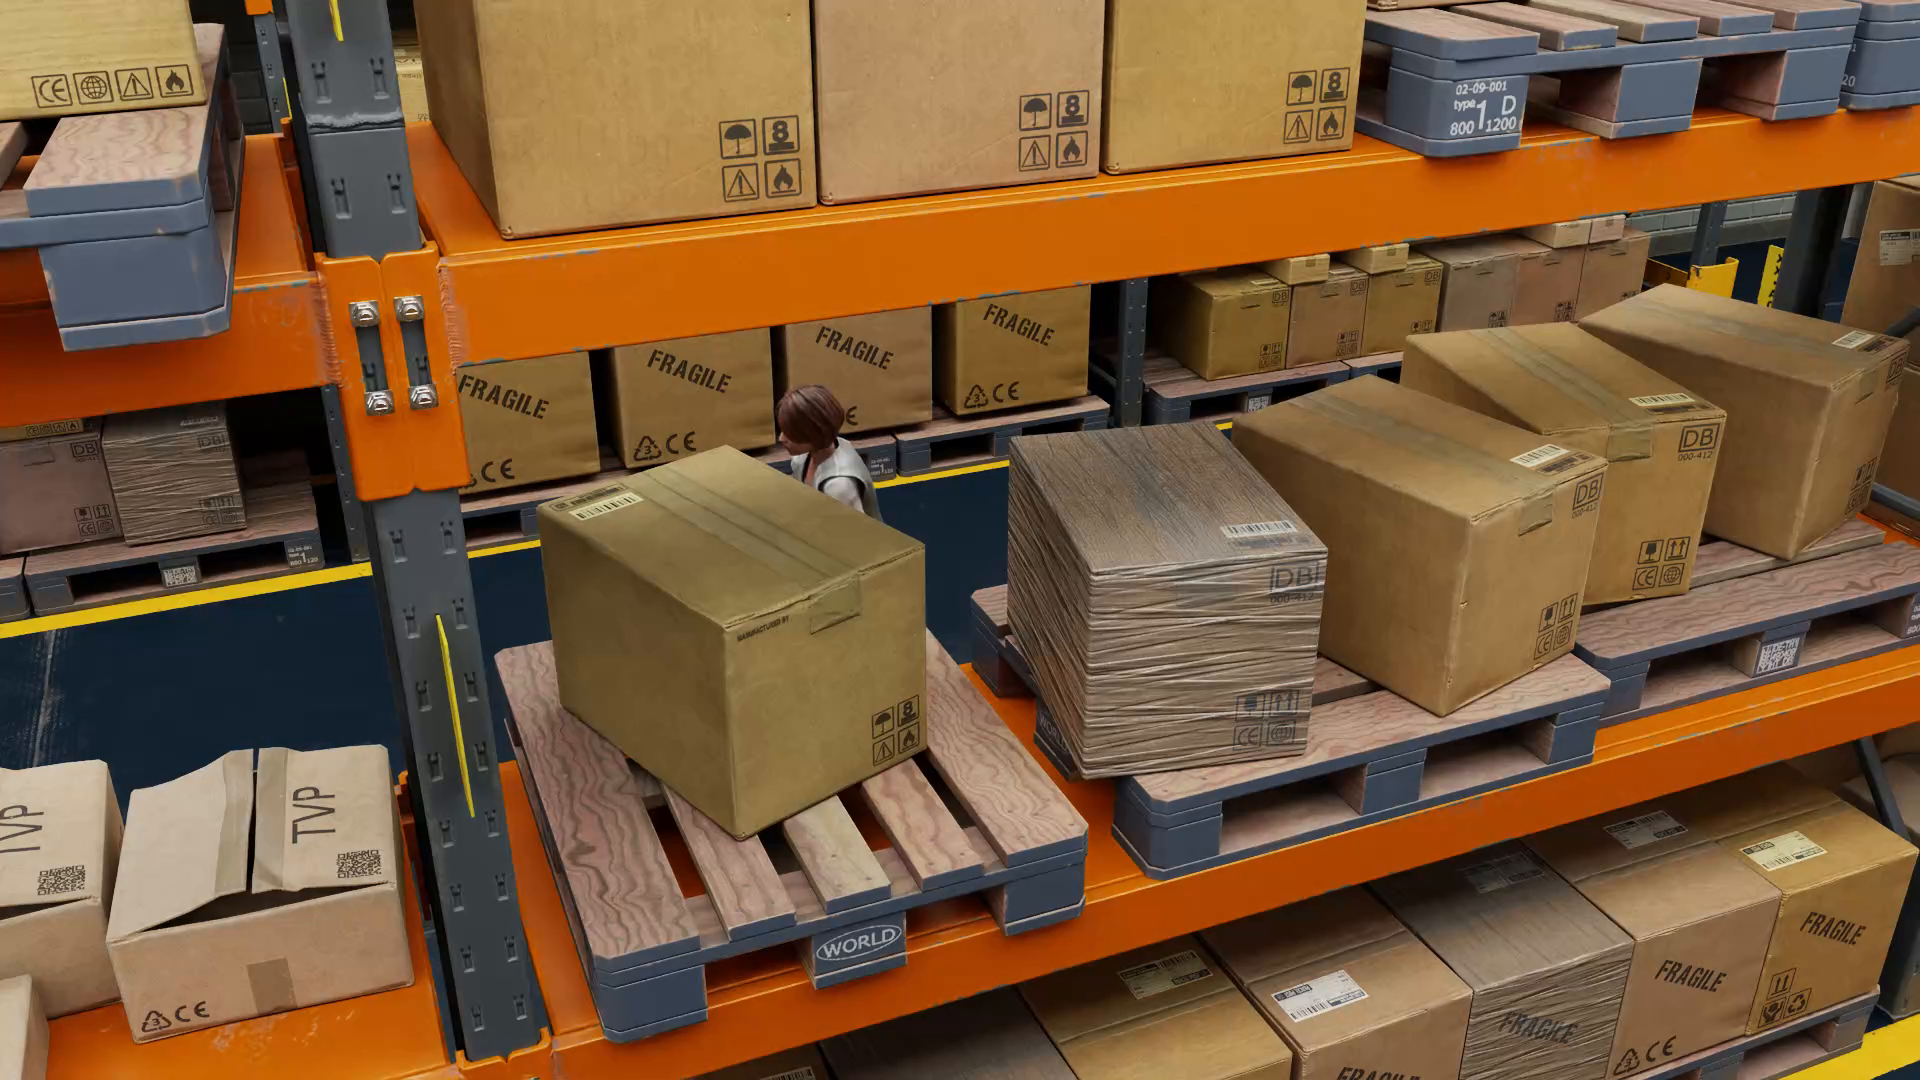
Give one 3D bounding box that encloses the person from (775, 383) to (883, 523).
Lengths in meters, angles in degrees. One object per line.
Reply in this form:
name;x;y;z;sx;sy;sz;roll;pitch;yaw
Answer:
person;-0.435;0.202;5.718;0.350;1.592;0.467;-11;28;-21
